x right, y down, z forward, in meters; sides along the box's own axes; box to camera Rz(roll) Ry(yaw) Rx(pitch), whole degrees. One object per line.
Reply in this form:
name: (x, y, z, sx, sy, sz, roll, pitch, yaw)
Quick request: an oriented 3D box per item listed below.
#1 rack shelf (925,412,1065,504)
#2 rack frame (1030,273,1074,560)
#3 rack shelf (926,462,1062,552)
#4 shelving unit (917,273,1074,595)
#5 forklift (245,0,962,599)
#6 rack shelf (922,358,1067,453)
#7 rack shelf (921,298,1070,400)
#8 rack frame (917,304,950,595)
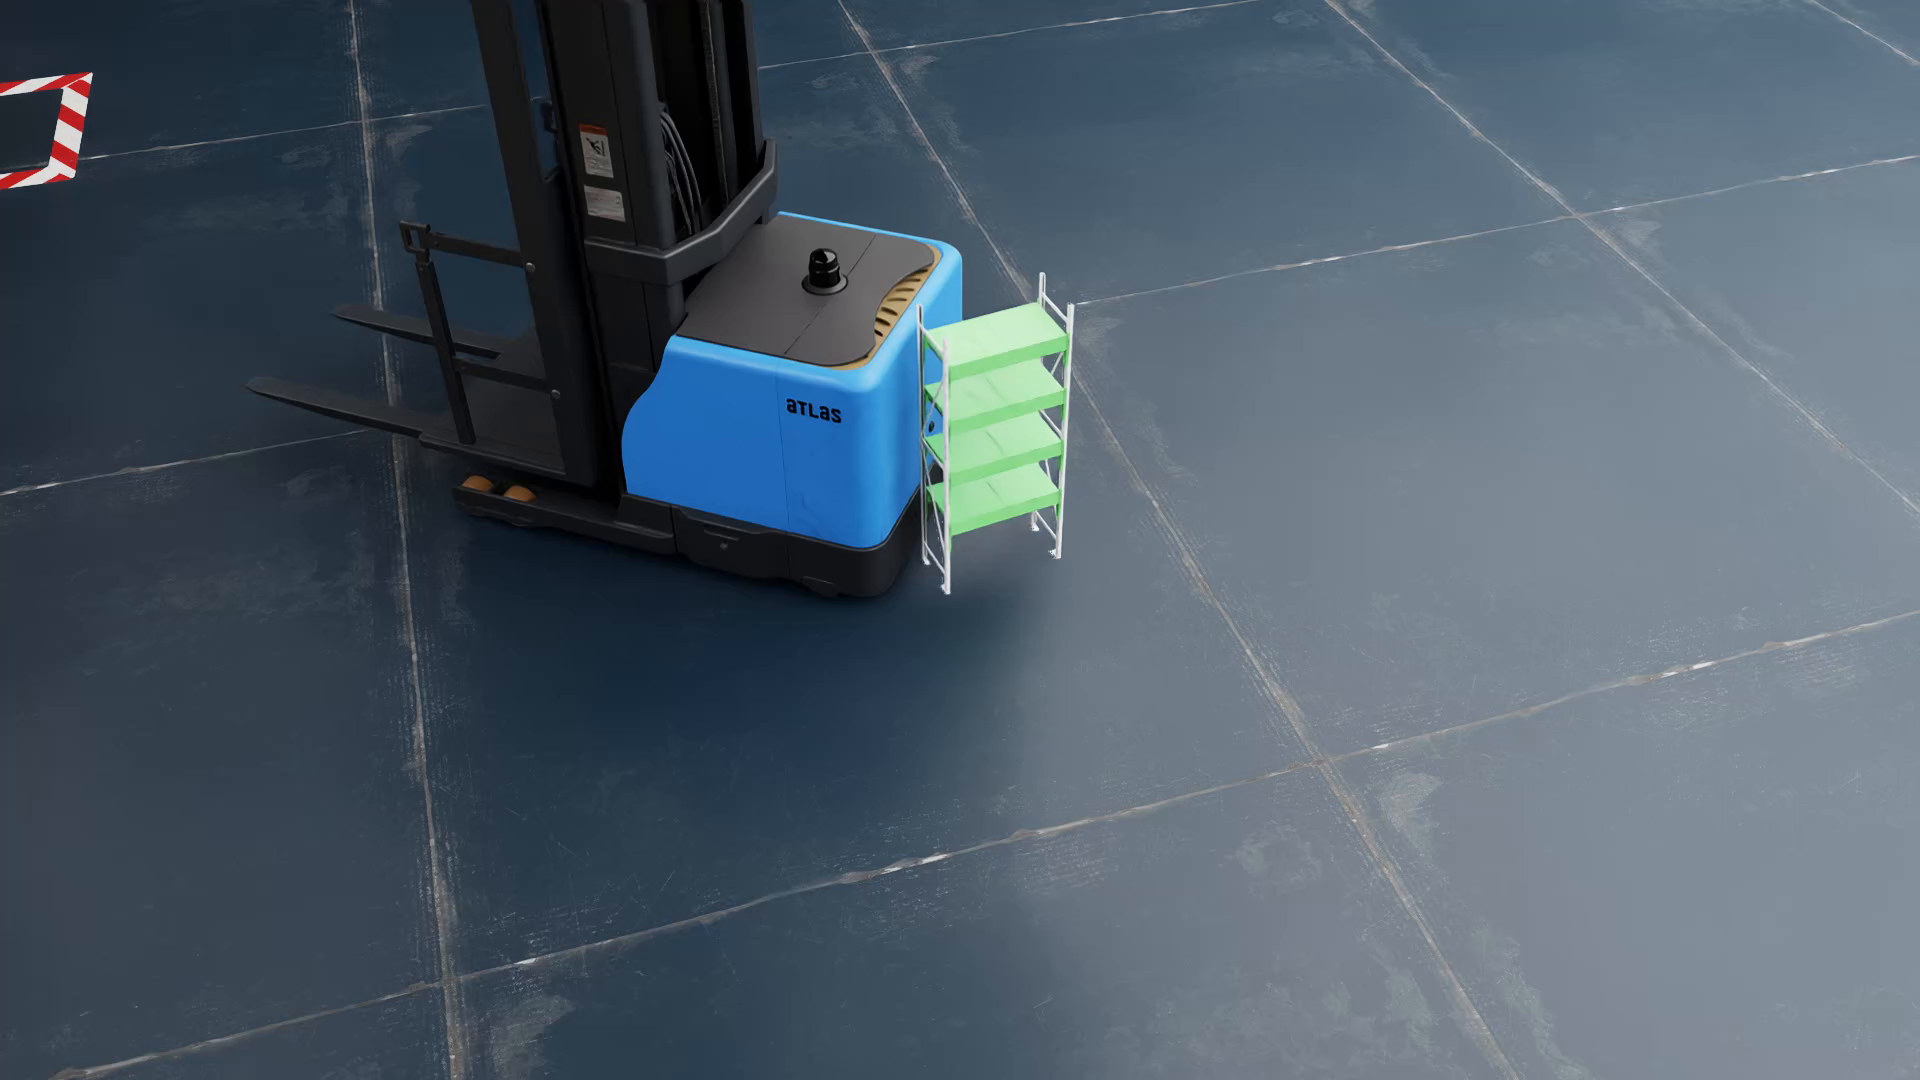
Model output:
rack shelf: (0.125, -0.330, 6.313, 0.480, 0.148, 0.258, -17, 44, -19)
rack frame: (0.346, -0.446, 6.349, 0.015, 1.200, 0.240, -17, 44, -19)
rack shelf: (0.125, -0.150, 6.471, 0.480, 0.148, 0.258, -17, 44, -19)
shelving unit: (0.125, -0.378, 6.271, 0.503, 1.200, 0.258, -17, 44, -19)
forklift: (-1.550, -1.470, 6.205, 3.031, 2.935, 1.130, 13, 43, 15)
rack shelf: (0.125, -0.511, 6.155, 0.480, 0.148, 0.258, -17, 44, -19)
rack shelf: (0.125, -0.692, 5.997, 0.480, 0.148, 0.258, -17, 44, -19)
rack frame: (-0.096, -0.310, 6.193, 0.015, 1.200, 0.240, -17, 44, -19)
